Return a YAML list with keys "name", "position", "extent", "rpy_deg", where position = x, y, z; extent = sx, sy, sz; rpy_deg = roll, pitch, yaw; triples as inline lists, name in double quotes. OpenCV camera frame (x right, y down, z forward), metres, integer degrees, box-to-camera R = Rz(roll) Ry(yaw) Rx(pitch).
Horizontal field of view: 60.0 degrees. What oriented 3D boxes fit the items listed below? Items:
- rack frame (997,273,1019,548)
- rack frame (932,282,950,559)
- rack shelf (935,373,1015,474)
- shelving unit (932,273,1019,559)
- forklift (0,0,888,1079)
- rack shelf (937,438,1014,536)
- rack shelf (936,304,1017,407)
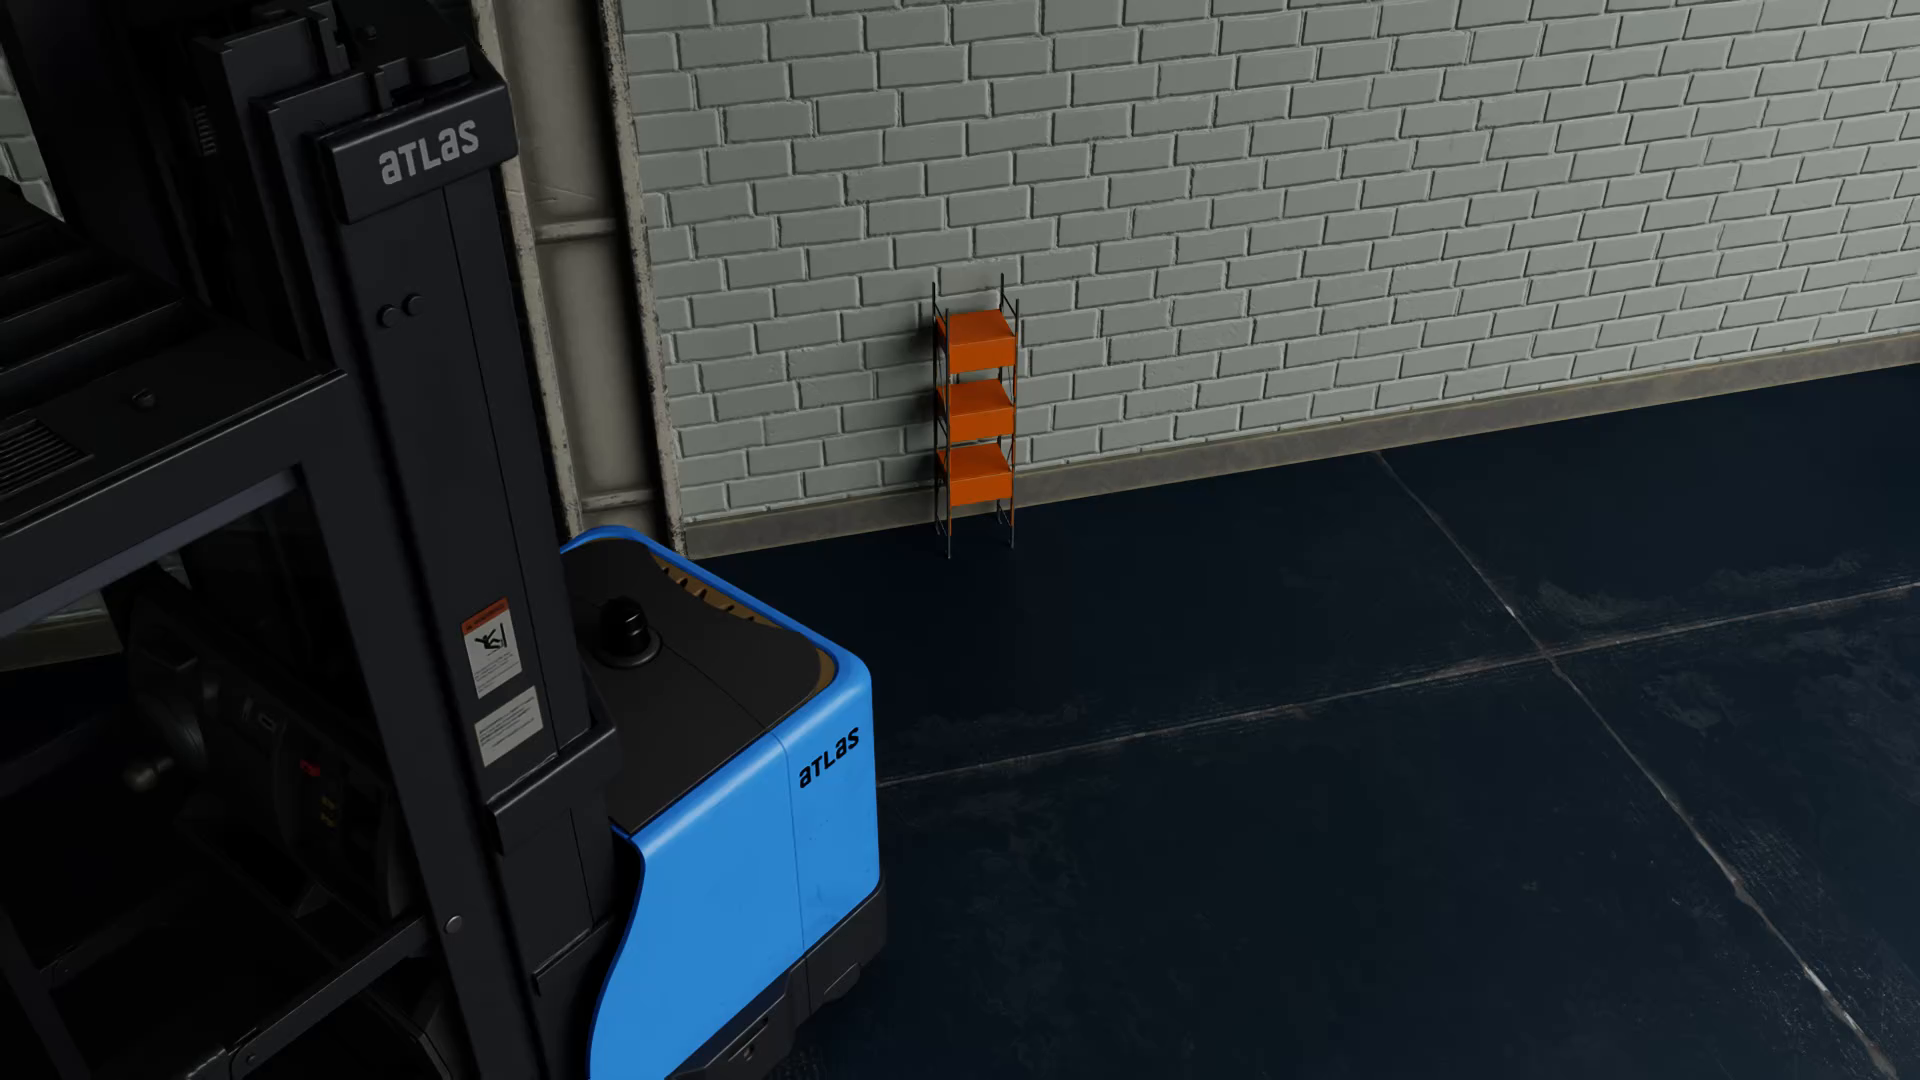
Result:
- name: "rack frame"
  position: [0.169, -0.445, 5.967]
  extent: [0.008, 1.050, 0.200]
  rpy_deg: [-9, 38, -12]
- name: "rack frame"
  position: [-0.066, -0.406, 5.917]
  extent: [0.008, 1.050, 0.200]
  rpy_deg: [-9, 38, -12]
- name: "rack shelf"
  position: [0.052, -0.417, 5.949]
  extent: [0.240, 0.259, 0.215]
  rpy_deg: [-9, 38, -12]
- name: "shelving unit"
  position: [0.052, -0.425, 5.942]
  extent: [0.252, 1.050, 0.215]
  rpy_deg: [-9, 38, -12]
- name: "forklift"
  position: [-1.527, 0.500, 3.184]
  extent: [1.130, 2.935, 3.031]
  rpy_deg: [27, 45, 30]
- name: "rack shelf"
  position: [0.052, -0.196, 6.117]
  extent: [0.240, 0.259, 0.215]
  rpy_deg: [-9, 38, -12]
- name: "rack shelf"
  position: [0.052, -0.642, 5.776]
  extent: [0.240, 0.259, 0.215]
  rpy_deg: [-9, 38, -12]
